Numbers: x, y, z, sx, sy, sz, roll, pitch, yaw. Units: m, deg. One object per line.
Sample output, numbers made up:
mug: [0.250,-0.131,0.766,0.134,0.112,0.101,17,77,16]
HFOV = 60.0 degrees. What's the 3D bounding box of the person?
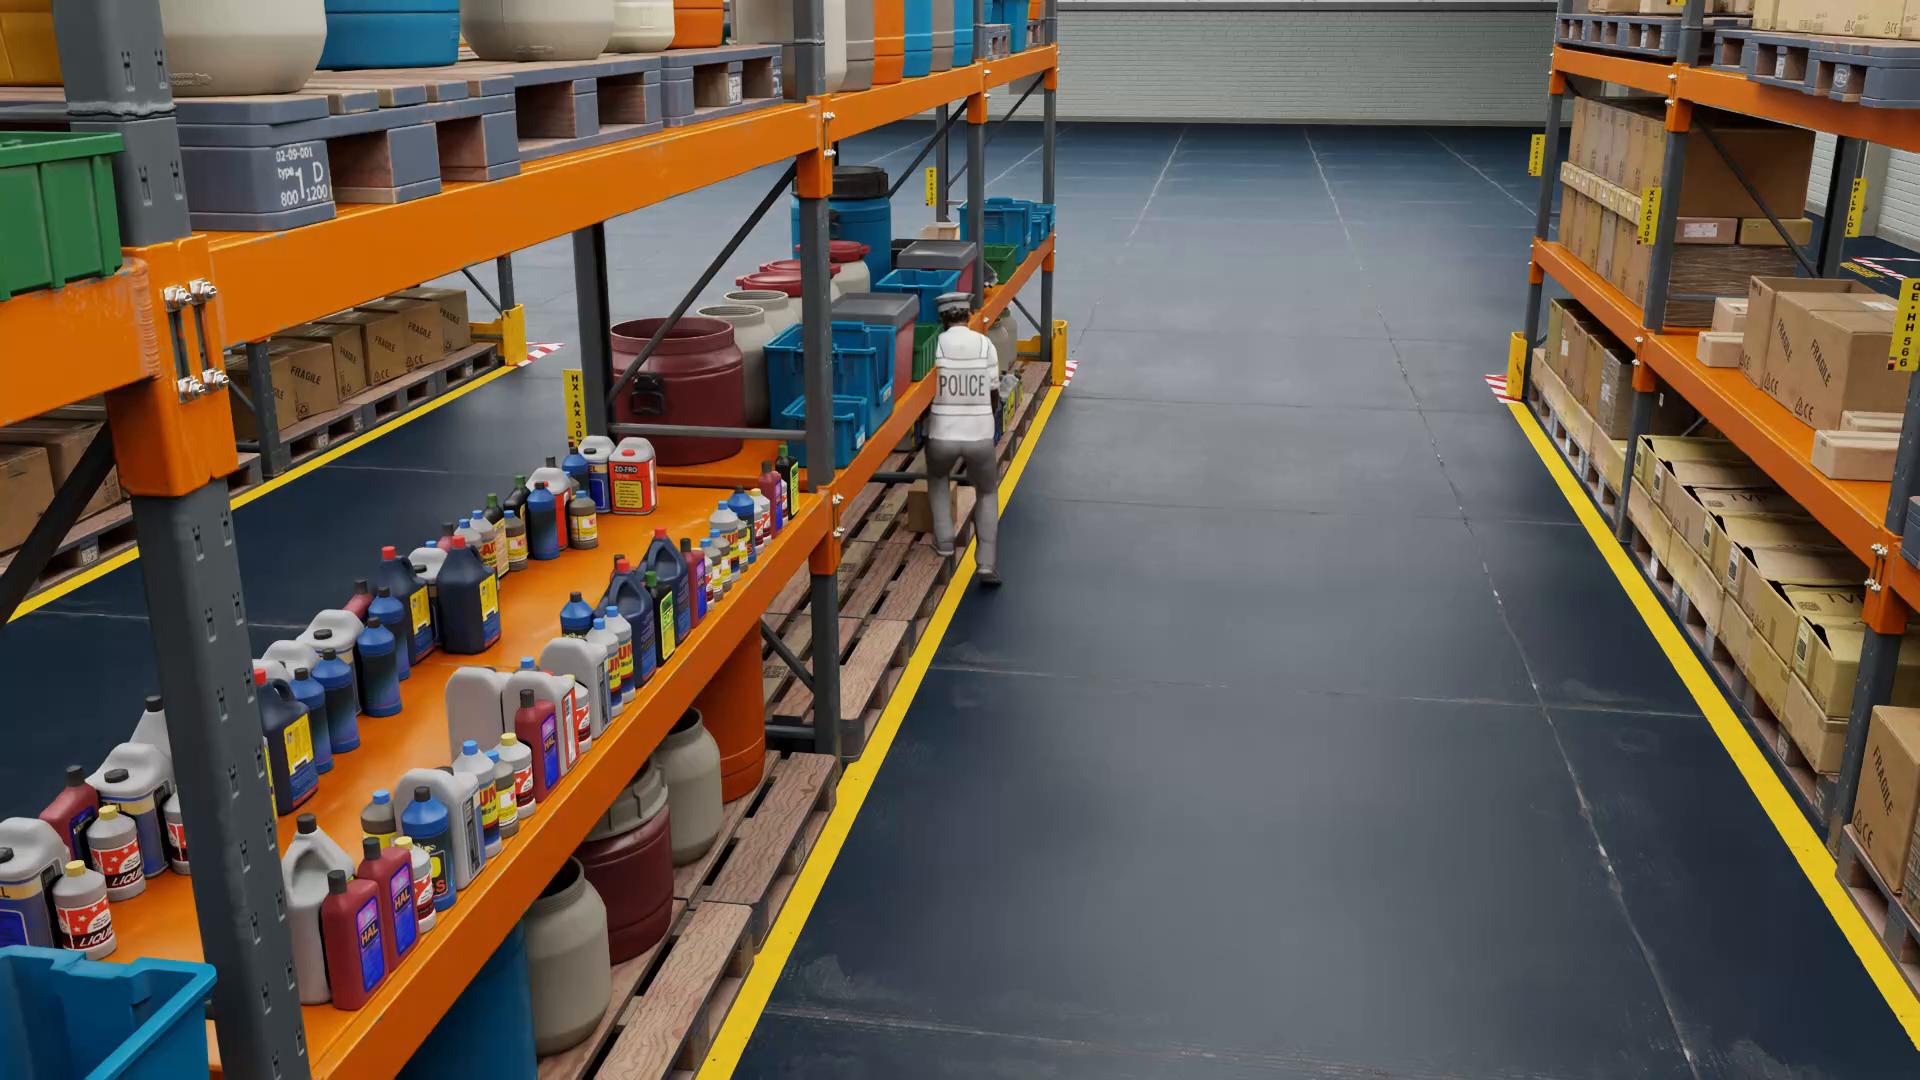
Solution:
person: [0.004,-0.525,9.215,0.479,1.678,0.524,-3,18,-8]
